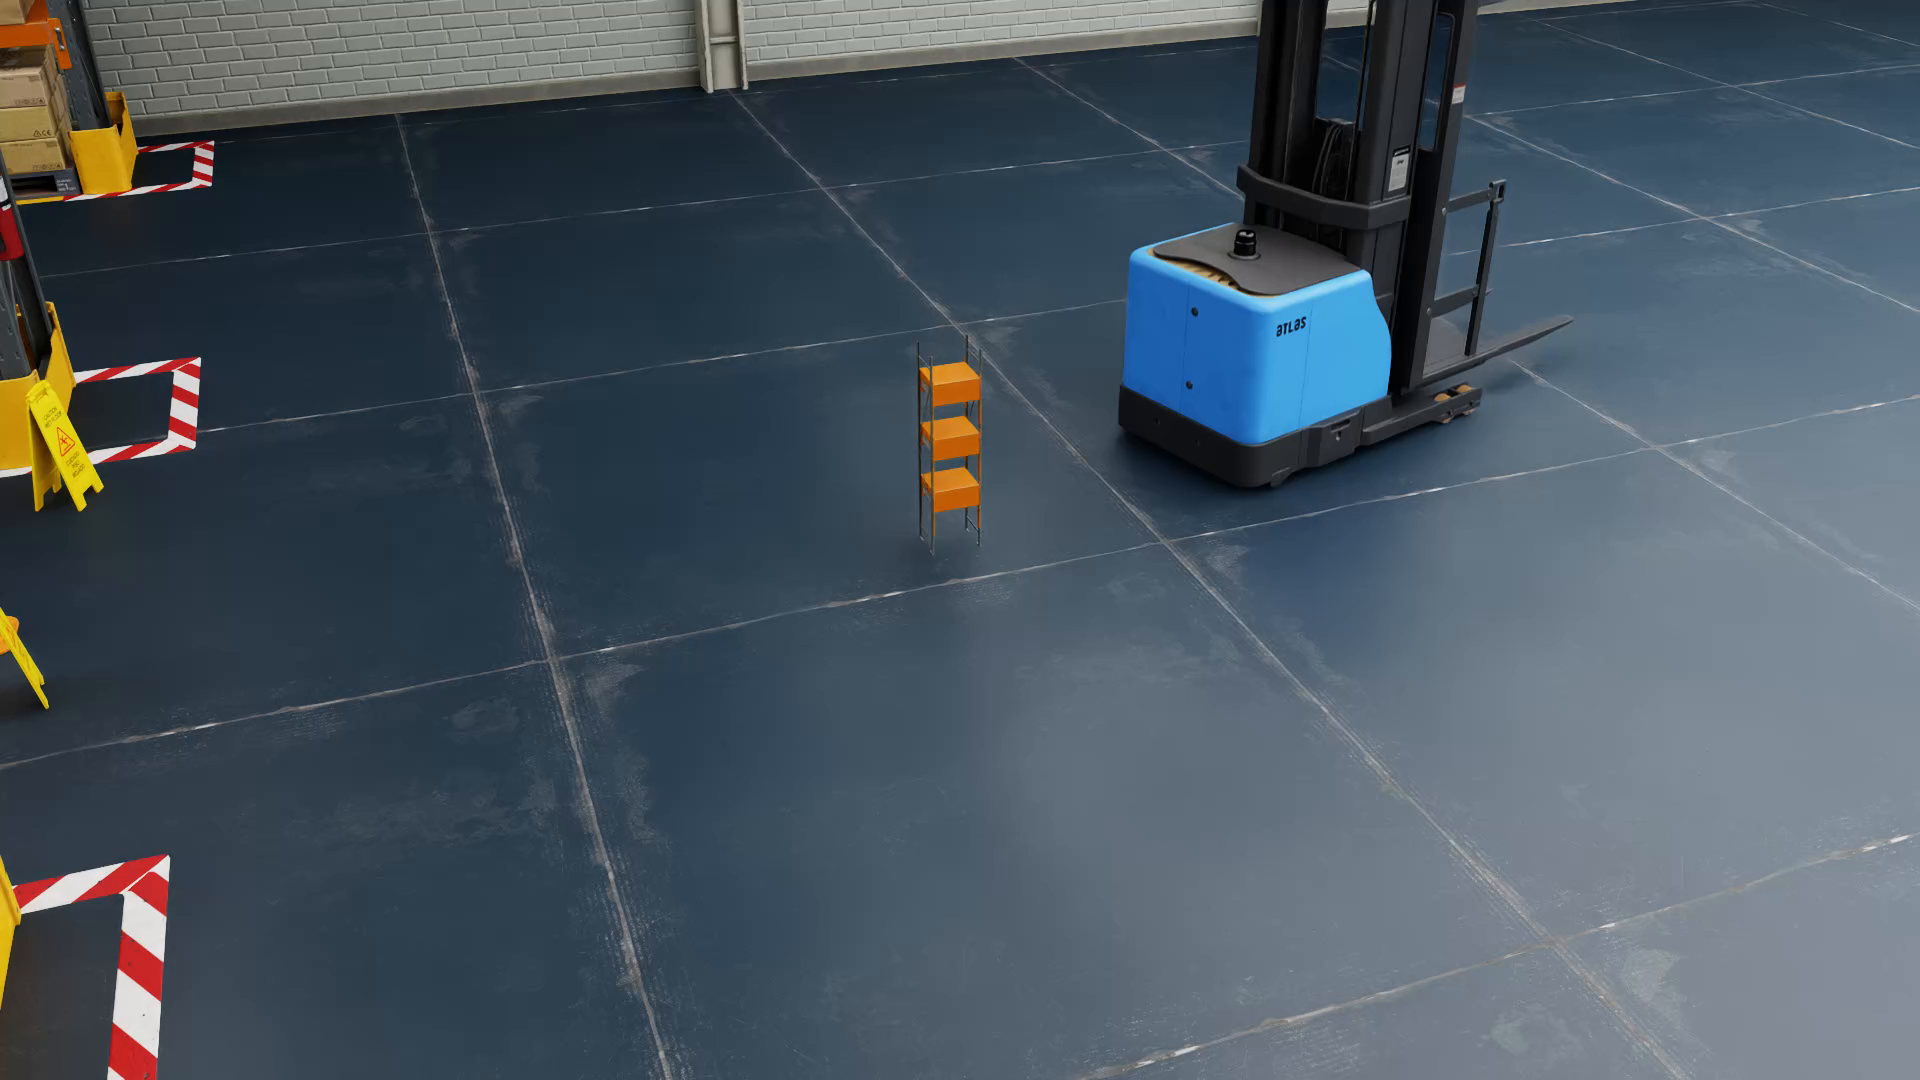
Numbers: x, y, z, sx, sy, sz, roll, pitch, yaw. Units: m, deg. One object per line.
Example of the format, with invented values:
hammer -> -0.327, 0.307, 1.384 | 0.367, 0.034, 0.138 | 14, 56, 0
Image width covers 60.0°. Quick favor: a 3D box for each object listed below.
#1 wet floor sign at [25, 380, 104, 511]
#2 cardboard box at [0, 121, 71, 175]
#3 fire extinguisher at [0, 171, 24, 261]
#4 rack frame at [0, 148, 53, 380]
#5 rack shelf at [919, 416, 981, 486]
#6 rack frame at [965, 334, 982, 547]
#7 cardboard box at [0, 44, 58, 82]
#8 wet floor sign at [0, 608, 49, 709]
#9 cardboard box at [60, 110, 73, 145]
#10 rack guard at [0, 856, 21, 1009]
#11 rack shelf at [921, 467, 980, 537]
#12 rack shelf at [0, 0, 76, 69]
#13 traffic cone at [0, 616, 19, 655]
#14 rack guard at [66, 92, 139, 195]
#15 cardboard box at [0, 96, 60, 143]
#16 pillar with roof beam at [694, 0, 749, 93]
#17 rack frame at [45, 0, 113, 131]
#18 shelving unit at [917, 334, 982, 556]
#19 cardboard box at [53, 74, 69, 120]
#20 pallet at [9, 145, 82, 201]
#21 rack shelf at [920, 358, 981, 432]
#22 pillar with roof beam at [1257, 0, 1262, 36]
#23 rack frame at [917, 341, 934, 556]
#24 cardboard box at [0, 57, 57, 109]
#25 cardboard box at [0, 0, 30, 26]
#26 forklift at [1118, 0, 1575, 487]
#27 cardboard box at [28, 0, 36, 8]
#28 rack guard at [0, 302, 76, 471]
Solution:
wet floor sign -> -4.613, -0.491, 8.460 | 0.232, 0.644, 0.267 | 0, 30, 0
cardboard box -> -7.229, -3.040, 12.909 | 0.500, 0.250, 0.500 | -10, 31, -17
fire extinguisher -> -4.896, -1.750, 8.370 | 0.183, 0.674, 0.296 | -10, 31, -18
rack frame -> -5.164, -1.978, 8.691 | 0.127, 3.000, 1.000 | -10, 31, -18
rack shelf -> -0.050, -0.438, 7.979 | 0.240, 0.259, 0.215 | -10, 31, -18
rack frame -> 0.064, -0.468, 8.011 | 0.008, 1.050, 0.200 | -10, 31, -18
cardboard box -> -7.415, -3.707, 13.070 | 0.500, 0.250, 0.500 | -11, 31, -18
wet floor sign -> -4.007, 0.401, 6.895 | 0.232, 0.644, 0.267 | -16, 33, -26
cardboard box -> -7.427, -3.274, 13.319 | 0.500, 0.250, 0.500 | -10, 31, -17
rack guard -> -3.321, 1.383, 5.317 | 0.348, 0.500, 1.175 | -10, 31, -18
rack shelf -> -0.050, -0.196, 8.117 | 0.240, 0.259, 0.215 | -10, 31, -18
rack shelf -> -8.773, -3.622, 12.304 | 4.000, 0.370, 1.077 | -10, 31, -18
traffic cone -> -4.411, 0.254, 7.337 | 0.334, 0.463, 0.336 | -10, 31, -18
rack guard -> -6.876, -3.198, 13.358 | 0.348, 0.500, 1.175 | -10, 31, -18
cardboard box -> -7.245, -3.256, 12.783 | 0.500, 0.250, 0.500 | -11, 31, -18
pillar with roof beam -> -0.741, -6.223, 10.082 | 0.400, 9.000, 9.100 | -10, 31, -18
rack frame -> -6.898, -4.280, 12.732 | 0.127, 3.000, 1.000 | -10, 31, -18
shelving unit -> -0.050, -0.447, 7.974 | 0.252, 1.050, 0.215 | -10, 31, -18
cardboard box -> -7.411, -3.500, 13.212 | 0.500, 0.250, 0.500 | -10, 31, -17
pallet -> -7.600, -2.917, 13.157 | 1.213, 0.211, 1.003 | -10, 31, -18
rack shelf -> -0.050, -0.684, 7.839 | 0.240, 0.259, 0.215 | -10, 31, -18
pillar with roof beam -> 4.883, -7.259, 11.900 | 0.400, 9.000, 9.100 | -10, 31, -18
rack frame -> -0.164, -0.426, 7.937 | 0.008, 1.050, 0.200 | -10, 31, -18
cardboard box -> -7.221, -3.478, 12.668 | 0.500, 0.250, 0.500 | -9, 31, -16
cardboard box -> -7.268, -4.117, 12.344 | 0.500, 0.500, 0.500 | -11, 32, -19
forklift -> 2.360, -2.120, 9.010 | 3.031, 2.935, 1.130 | -21, 36, -32
cardboard box -> -7.459, -4.367, 12.783 | 0.500, 0.500, 0.500 | -9, 31, -16
rack guard -> -5.235, -0.878, 9.287 | 0.348, 0.500, 1.175 | -10, 31, -18
